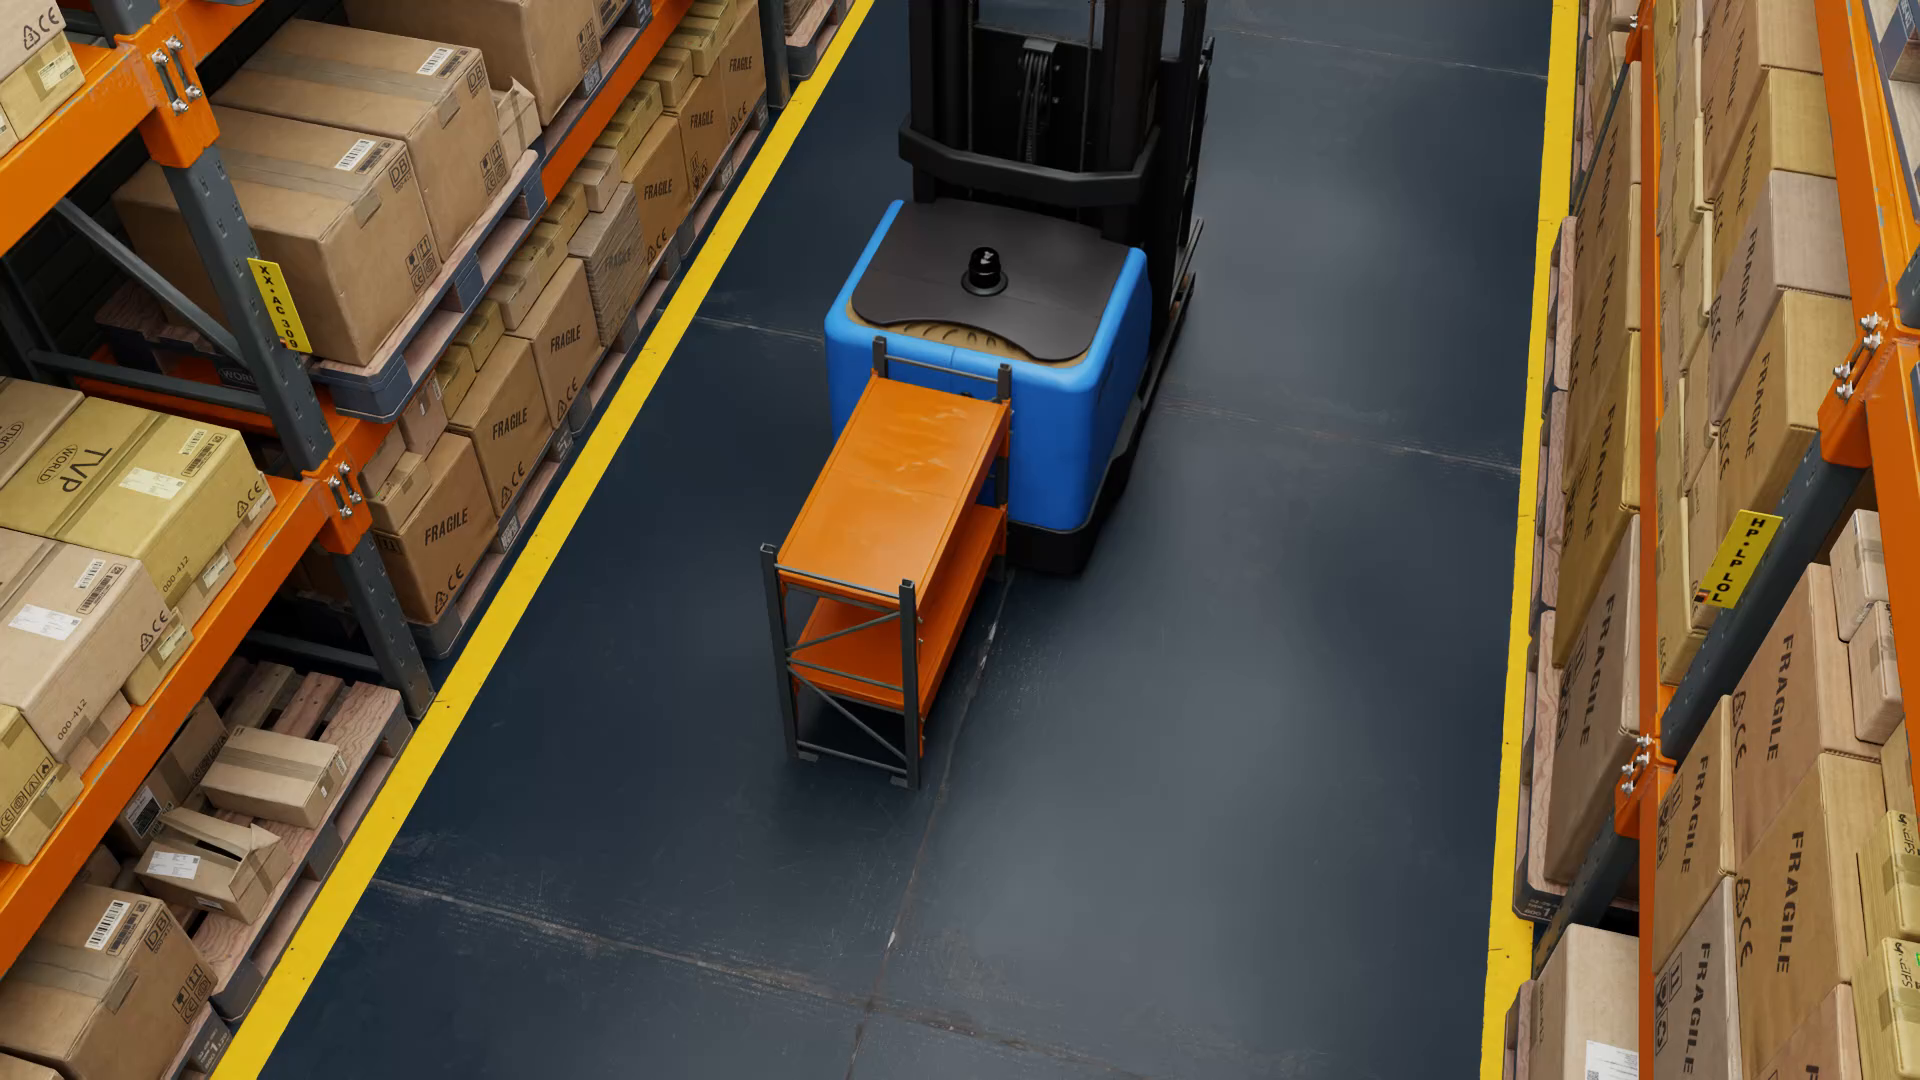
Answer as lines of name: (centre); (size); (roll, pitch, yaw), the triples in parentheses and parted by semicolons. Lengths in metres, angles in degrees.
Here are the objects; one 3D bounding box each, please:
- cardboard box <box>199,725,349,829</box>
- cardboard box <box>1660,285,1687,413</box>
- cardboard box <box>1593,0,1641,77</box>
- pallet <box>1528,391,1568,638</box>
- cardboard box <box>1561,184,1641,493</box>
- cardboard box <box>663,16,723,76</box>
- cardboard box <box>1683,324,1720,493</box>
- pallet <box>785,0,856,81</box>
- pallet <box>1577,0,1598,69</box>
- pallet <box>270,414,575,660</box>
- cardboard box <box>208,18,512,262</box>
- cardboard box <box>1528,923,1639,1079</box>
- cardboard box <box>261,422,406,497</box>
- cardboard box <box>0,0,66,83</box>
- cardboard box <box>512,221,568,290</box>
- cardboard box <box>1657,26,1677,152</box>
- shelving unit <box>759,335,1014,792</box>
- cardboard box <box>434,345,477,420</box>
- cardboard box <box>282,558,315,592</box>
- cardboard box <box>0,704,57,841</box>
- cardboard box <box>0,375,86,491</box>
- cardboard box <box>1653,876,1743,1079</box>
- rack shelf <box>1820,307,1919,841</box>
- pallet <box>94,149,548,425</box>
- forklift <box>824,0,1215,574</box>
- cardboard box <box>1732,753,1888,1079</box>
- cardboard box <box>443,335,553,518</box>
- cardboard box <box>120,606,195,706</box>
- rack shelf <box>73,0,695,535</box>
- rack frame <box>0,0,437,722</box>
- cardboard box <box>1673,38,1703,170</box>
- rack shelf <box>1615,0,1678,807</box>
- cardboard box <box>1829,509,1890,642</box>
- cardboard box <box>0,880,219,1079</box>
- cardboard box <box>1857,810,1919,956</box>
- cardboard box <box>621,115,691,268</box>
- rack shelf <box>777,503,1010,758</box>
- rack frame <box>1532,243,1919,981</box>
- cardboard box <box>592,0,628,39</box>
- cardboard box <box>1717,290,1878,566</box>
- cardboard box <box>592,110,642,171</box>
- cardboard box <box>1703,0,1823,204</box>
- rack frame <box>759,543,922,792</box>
cardboard box: (-2.300, 0.795, 5.588); (0.380, 0.149, 0.250); (10, 49, 9)
cardboard box: (2.514, -0.548, 5.252); (0.500, 0.250, 0.500); (10, 49, 9)
cardboard box: (3.751, -2.599, 8.434); (0.950, 0.372, 0.625); (11, 49, 9)
pallet: (2.803, -0.029, 6.554); (1.003, 0.211, 1.213); (12, 50, 10)
cardboard box: (2.905, -0.695, 6.419); (0.875, 0.875, 0.875); (12, 50, 10)
cardboard box: (-1.311, -2.280, 7.635); (0.380, 0.149, 0.250); (9, 49, 8)
cardboard box: (2.359, -0.339, 4.734); (0.500, 0.250, 0.500); (13, 50, 11)
pallet: (-1.129, -3.029, 9.201); (1.003, 0.211, 1.213); (12, 50, 10)
pallet: (3.936, -2.909, 9.095); (1.003, 0.211, 1.213); (12, 50, 10)
pallet: (-2.259, -0.144, 6.655); (1.003, 0.211, 1.213); (12, 50, 10)
cardboard box: (-1.957, -1.323, 5.489); (0.700, 0.500, 0.500); (12, 50, 10)
cardboard box: (2.084, 1.648, 4.642); (0.875, 0.438, 0.875); (11, 49, 9)
cardboard box: (-2.144, -0.314, 5.702); (0.380, 0.149, 0.250); (11, 49, 9)
cardboard box: (-2.322, -1.114, 3.552); (0.500, 0.250, 0.500); (12, 50, 10)
cardboard box: (-1.802, -1.161, 6.647); (0.380, 0.149, 0.250); (13, 50, 11)
cardboard box: (2.916, -1.658, 6.232); (0.500, 0.250, 0.500); (10, 49, 9)
shelving unit: (-0.221, 0.088, 5.841); (0.538, 1.125, 1.048); (14, 50, 12)
cardboard box: (-2.031, -0.608, 6.159); (0.380, 0.149, 0.250); (9, 49, 8)
cardboard box: (-2.593, -0.196, 6.228); (0.500, 0.500, 0.500); (11, 50, 10)
cardboard box: (-2.597, 0.620, 4.022); (0.500, 0.250, 0.500); (11, 50, 10)
cardboard box: (-2.827, -0.214, 4.759); (0.500, 0.250, 0.500); (11, 50, 10)
cardboard box: (1.841, 1.124, 3.609); (0.500, 0.500, 0.500); (12, 50, 10)
rack shelf: (1.827, 1.198, 2.090); (1.077, 0.370, 4.000); (12, 50, 10)
pallet: (-2.121, -0.964, 5.647); (1.003, 0.211, 1.213); (12, 50, 10)
forklift: (0.435, -1.969, 6.452); (1.130, 2.935, 3.031); (14, 50, 12)
cardboard box: (1.855, 0.803, 3.226); (0.500, 0.500, 0.500); (11, 49, 10)
cardboard box: (-1.961, -0.475, 6.475); (0.500, 0.500, 0.500); (11, 49, 10)
cardboard box: (-2.369, 0.278, 4.590); (0.380, 0.149, 0.250); (13, 50, 11)
rack shelf: (-1.910, -1.679, 6.630); (1.077, 0.370, 4.000); (12, 50, 10)
rack frame: (-2.436, -0.471, 5.084); (1.000, 3.000, 0.127); (12, 50, 10)
cardboard box: (2.754, -1.453, 5.718); (0.500, 0.250, 0.500); (11, 50, 10)
rack shelf: (2.880, -0.702, 5.768); (1.077, 0.370, 4.000); (12, 50, 10)
cardboard box: (2.020, 0.105, 3.410); (0.380, 0.149, 0.250); (11, 49, 9)
cardboard box: (-2.701, 1.326, 4.885); (0.700, 0.500, 0.500); (10, 49, 9)
cardboard box: (1.817, 0.654, 2.925); (0.380, 0.149, 0.250); (11, 50, 10)
cardboard box: (-1.565, -1.588, 7.457); (0.500, 0.500, 0.500); (14, 50, 12)
rack shelf: (-0.221, 0.250, 6.024); (0.538, 0.278, 1.000); (14, 50, 12)
rack frame: (2.353, 0.506, 4.221); (1.000, 3.000, 0.127); (12, 50, 10)
cardboard box: (-1.635, -2.320, 6.367); (0.797, 0.503, 0.637); (11, 49, 9)
cardboard box: (2.229, -0.230, 4.138); (0.500, 0.500, 0.500); (13, 50, 11)
cardboard box: (-1.602, -1.735, 7.154); (0.380, 0.149, 0.250); (11, 49, 9)
cardboard box: (2.632, -1.346, 5.123); (0.500, 0.500, 0.500); (12, 50, 11)
rack frame: (-0.378, 0.450, 5.521); (0.500, 1.125, 0.032); (14, 50, 12)
